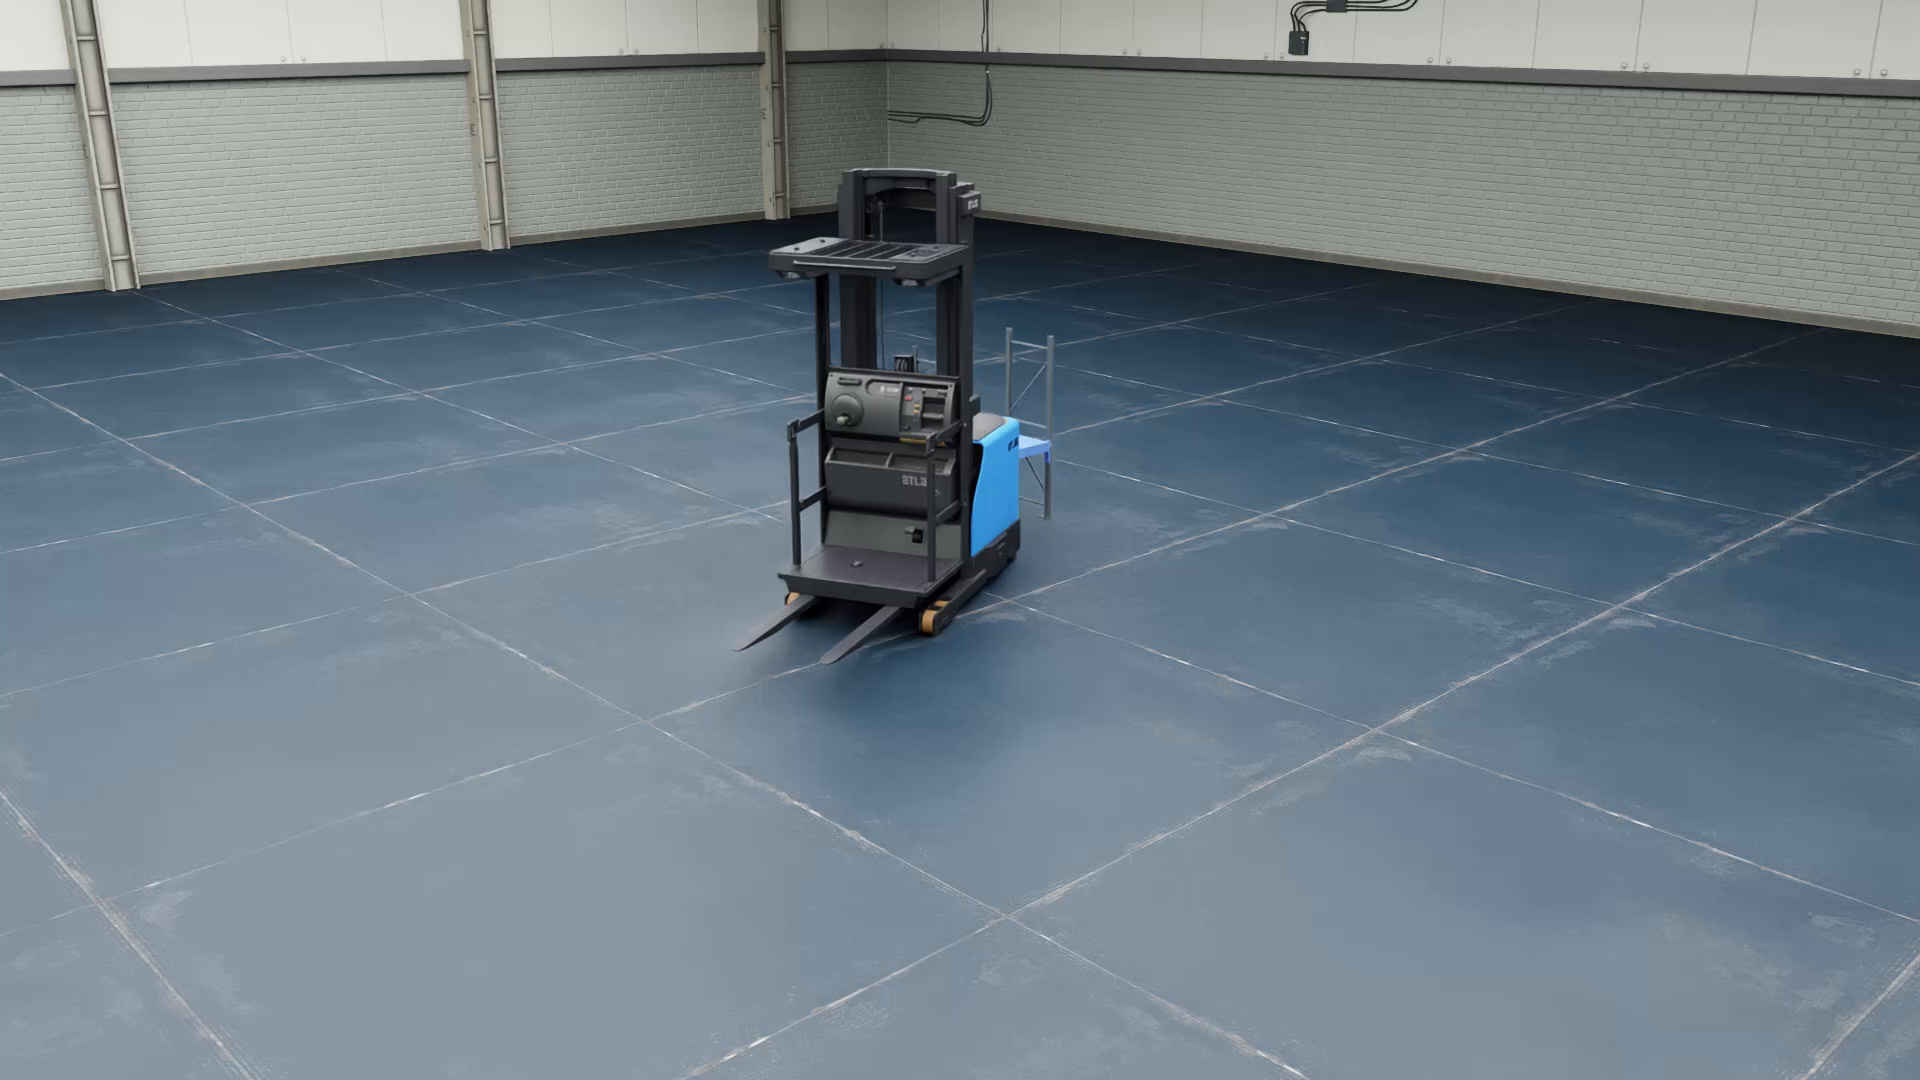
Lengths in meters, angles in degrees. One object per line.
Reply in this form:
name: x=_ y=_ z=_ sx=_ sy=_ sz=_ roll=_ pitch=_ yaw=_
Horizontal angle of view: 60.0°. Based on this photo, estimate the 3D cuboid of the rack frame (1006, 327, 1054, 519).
rack frame: x=0.556 y=-0.942 z=13.460 sx=0.032 sy=1.500 sz=0.500 roll=-16 pitch=24 yaw=-41

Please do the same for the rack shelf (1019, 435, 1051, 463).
rack shelf: x=0.188 y=-0.663 z=13.181 sx=1.000 sy=0.185 sz=0.538 roll=-16 pitch=24 yaw=-41

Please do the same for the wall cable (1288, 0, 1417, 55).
wall cable: x=6.027 y=-10.319 z=24.708 sx=0.169 sy=6.003 sz=2.305 roll=-16 pitch=24 yaw=-41

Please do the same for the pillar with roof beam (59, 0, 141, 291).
pillar with roof beam: x=-9.294 y=-6.997 z=19.975 sx=0.400 sy=9.000 sz=9.100 roll=-16 pitch=24 yaw=-41

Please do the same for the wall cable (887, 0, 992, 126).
wall cable: x=-0.484 y=-9.355 z=32.283 sx=0.112 sy=2.526 sz=3.097 roll=-16 pitch=24 yaw=-41

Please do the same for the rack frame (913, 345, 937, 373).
rack frame: x=-0.180 y=-0.726 z=12.792 sx=0.032 sy=1.500 sz=0.500 roll=-16 pitch=24 yaw=-41

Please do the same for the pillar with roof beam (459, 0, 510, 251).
pillar with roof beam: x=-4.935 y=-8.268 z=23.896 sx=0.400 sy=9.000 sz=9.100 roll=-16 pitch=24 yaw=-41

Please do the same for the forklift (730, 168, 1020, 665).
forklift: x=-0.552 y=-0.910 z=11.039 sx=1.130 sy=2.935 sz=3.031 roll=7 pitch=19 yaw=20

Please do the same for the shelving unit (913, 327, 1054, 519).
shelving unit: x=0.188 y=-0.834 z=13.126 sx=1.048 sy=1.500 sz=0.538 roll=-16 pitch=24 yaw=-41

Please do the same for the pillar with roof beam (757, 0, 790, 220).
pillar with roof beam: x=-0.575 y=-9.540 z=27.818 sx=0.400 sy=9.000 sz=9.100 roll=-16 pitch=24 yaw=-41
